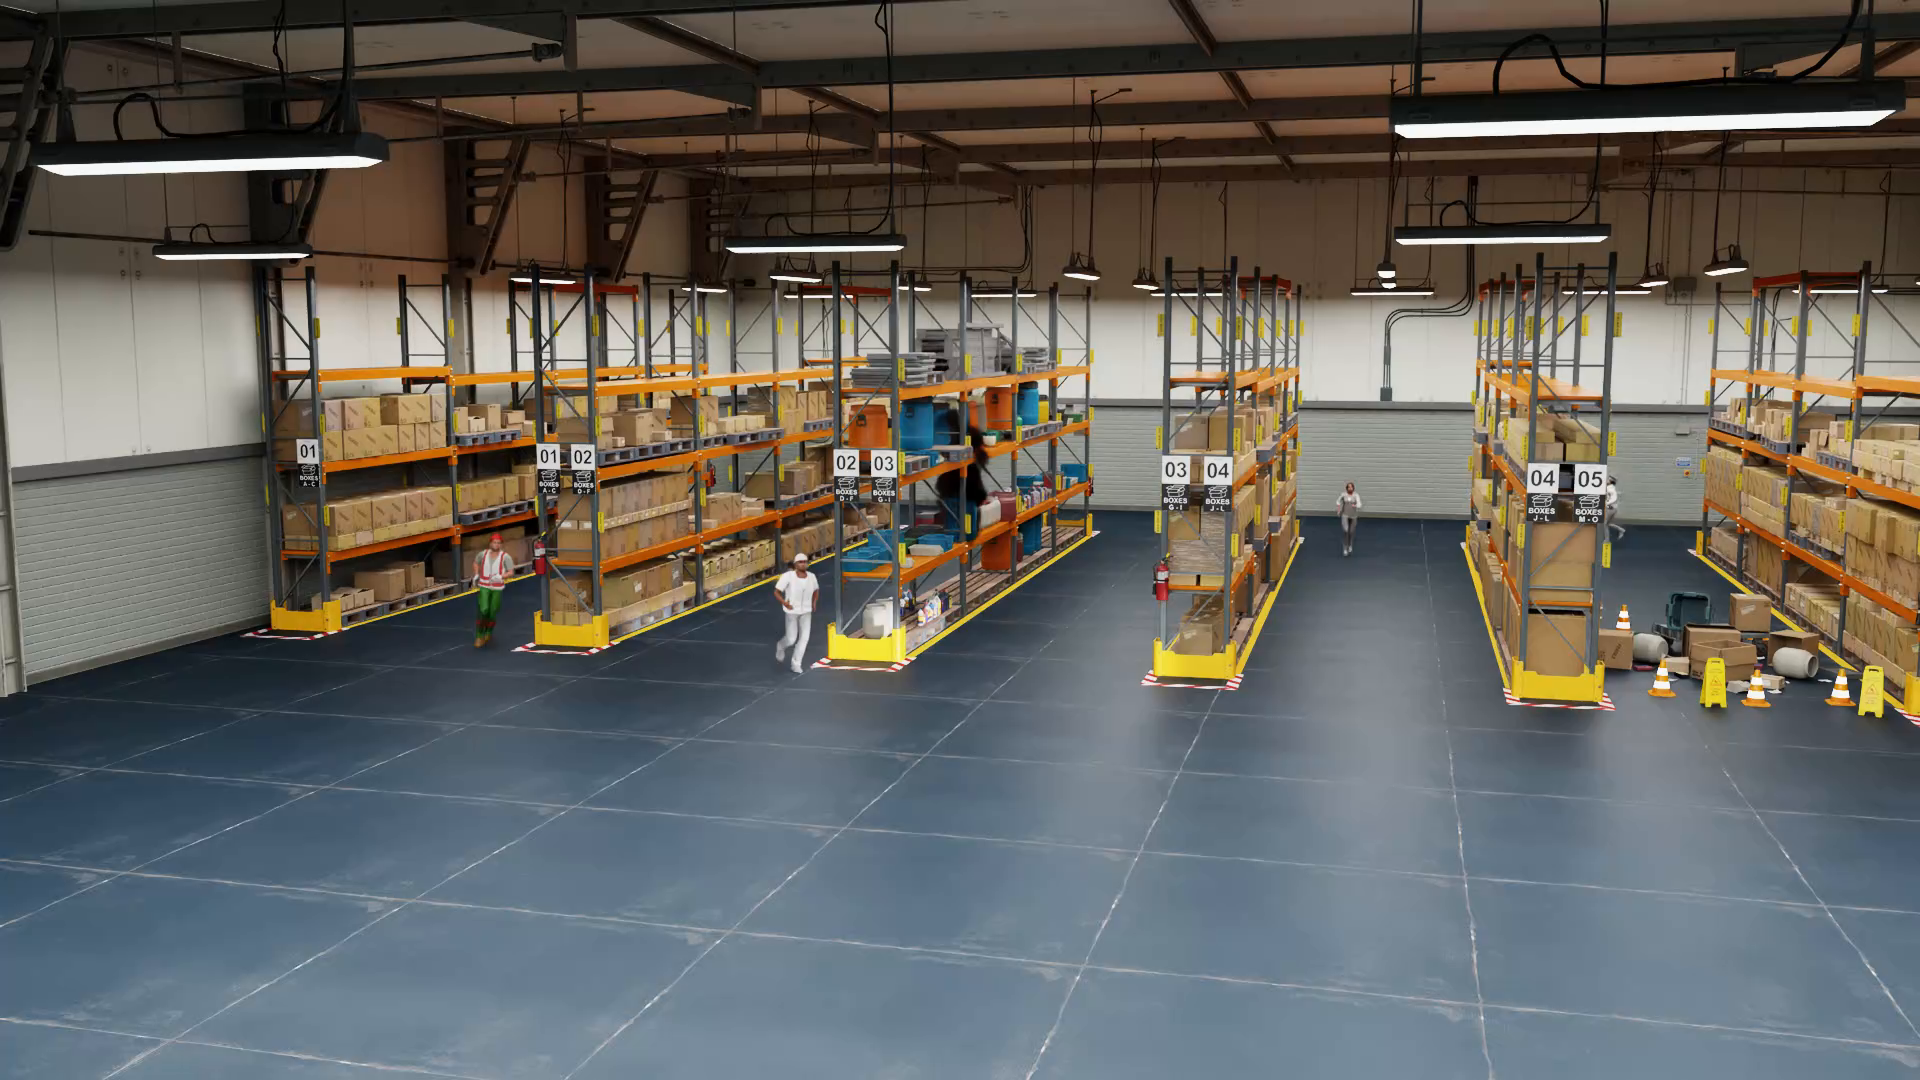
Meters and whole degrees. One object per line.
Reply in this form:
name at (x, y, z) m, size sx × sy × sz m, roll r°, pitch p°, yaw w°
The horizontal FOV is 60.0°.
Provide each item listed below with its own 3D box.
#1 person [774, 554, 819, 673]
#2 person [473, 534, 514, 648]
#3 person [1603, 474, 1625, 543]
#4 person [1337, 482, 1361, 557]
person at (-2.388, 1.053, 24.497) m, size 0.722 × 1.732 × 0.750 m, roll -4°, pitch 8°, yaw -26°
person at (-7.409, 0.795, 26.407) m, size 0.654 × 1.811 × 0.696 m, roll -2°, pitch 7°, yaw -15°
person at (15.152, -0.699, 38.568) m, size 0.609 × 1.680 × 0.618 m, roll 2°, pitch 8°, yaw 17°
person at (8.614, -0.469, 36.851) m, size 0.512 × 1.643 × 0.737 m, roll 1°, pitch 7°, yaw 7°
